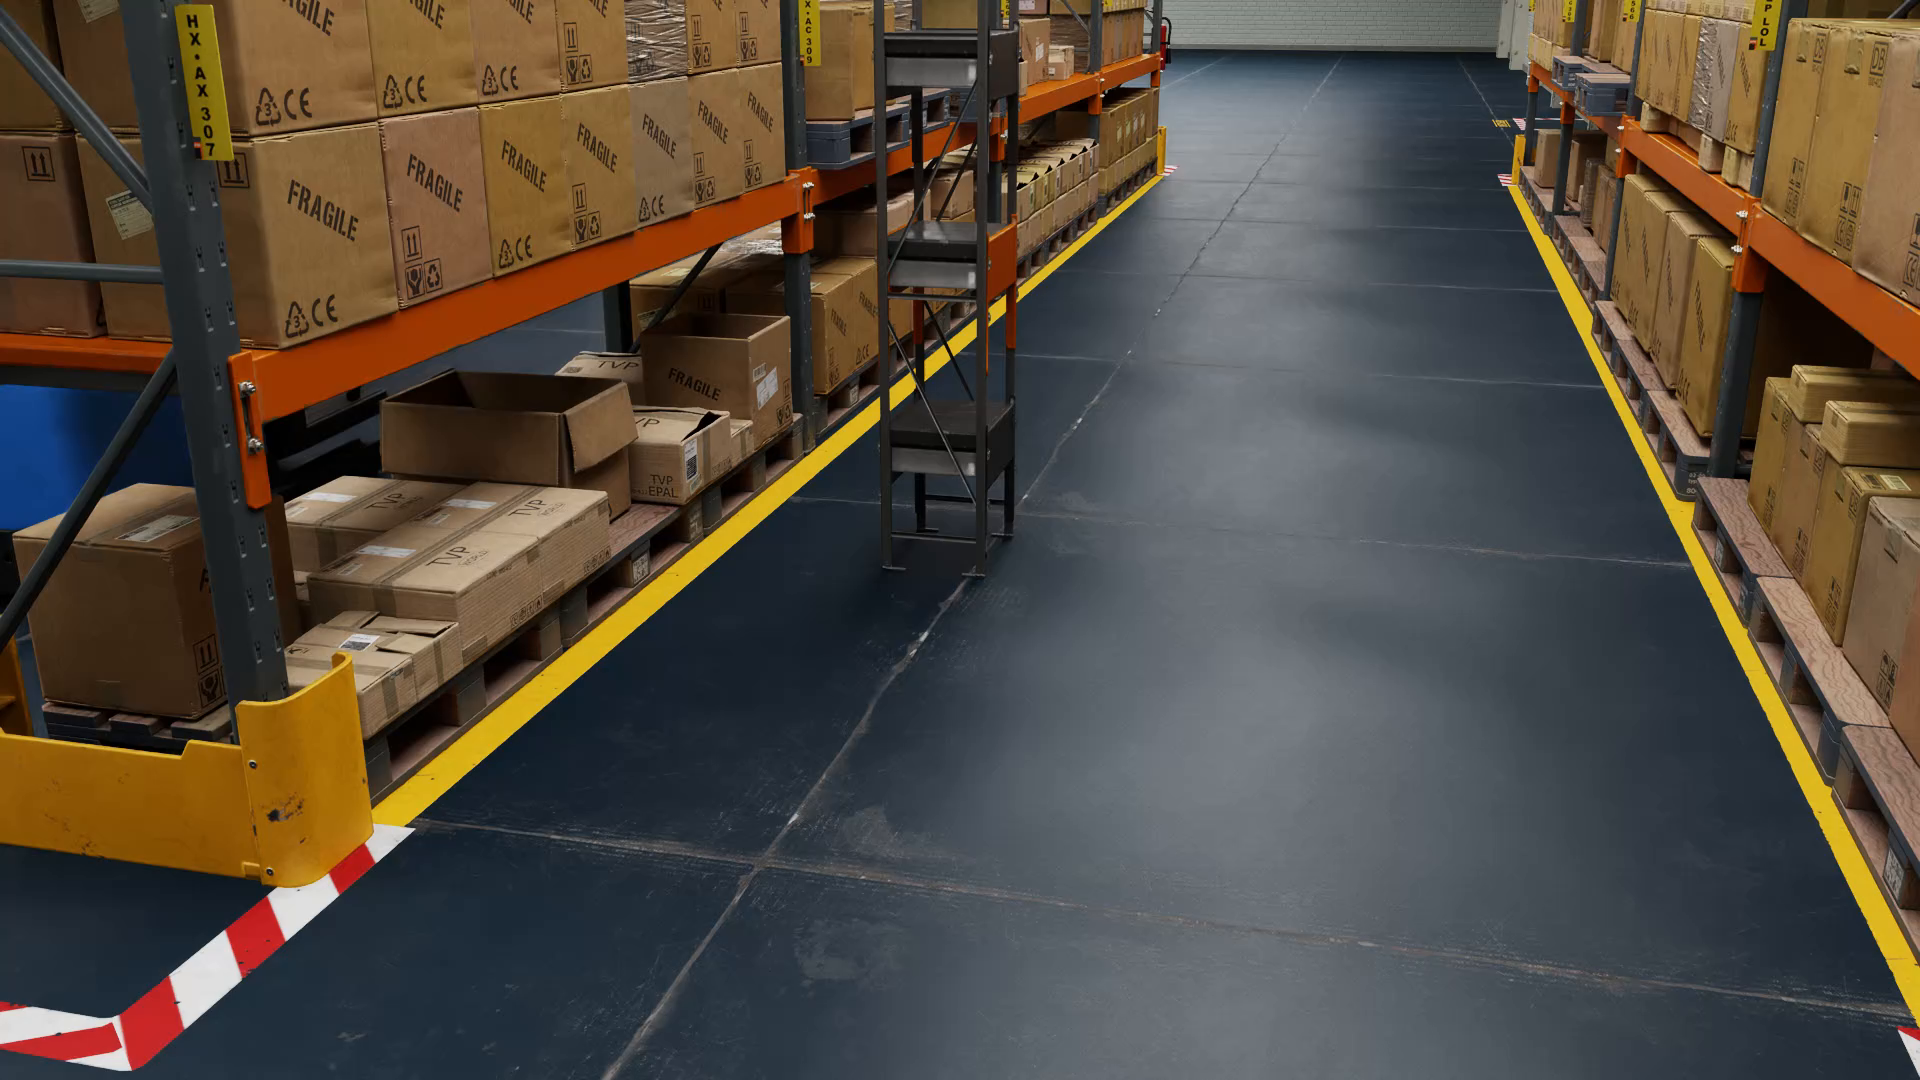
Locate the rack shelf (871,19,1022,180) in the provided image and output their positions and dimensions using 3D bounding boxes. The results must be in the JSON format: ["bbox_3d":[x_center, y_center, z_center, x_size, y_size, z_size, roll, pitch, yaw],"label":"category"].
[{"bbox_3d":[-0.040,-1.591,5.974,0.431,0.518,0.480,5,19,13],"label":"rack shelf"}]

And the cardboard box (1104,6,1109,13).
[{"bbox_3d":[1.203,-5.050,15.672,0.380,0.149,0.250,4,19,13],"label":"cardboard box"}]

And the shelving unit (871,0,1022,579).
[{"bbox_3d":[-0.040,-0.942,6.196,0.431,2.100,0.503,5,19,13],"label":"shelving unit"}]

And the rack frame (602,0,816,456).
[{"bbox_3d":[-1.191,-1.877,7.542,1.000,3.000,0.127,5,19,13],"label":"rack frame"}]

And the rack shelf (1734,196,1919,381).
[{"bbox_3d":[3.125,-0.520,4.681,1.077,0.370,4.000,5,19,13],"label":"rack shelf"}]

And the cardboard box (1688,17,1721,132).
[{"bbox_3d":[3.728,-2.166,7.744,0.500,0.500,0.500,5,19,13],"label":"cardboard box"}]

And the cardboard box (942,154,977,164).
[{"bbox_3d":[0.047,-2.955,13.436,0.500,0.311,0.500,5,20,15],"label":"cardboard box"}]

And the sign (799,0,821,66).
[{"bbox_3d":[-0.663,-2.246,7.284,0.100,0.325,0.005,5,19,13],"label":"sign"}]

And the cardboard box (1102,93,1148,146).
[{"bbox_3d":[1.669,-4.384,17.327,0.500,0.500,0.500,5,19,13],"label":"cardboard box"}]

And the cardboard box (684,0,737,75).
[{"bbox_3d":[-1.186,-2.058,6.370,0.500,0.500,0.500,4,19,12],"label":"cardboard box"}]

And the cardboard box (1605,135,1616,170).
[{"bbox_3d":[5.300,-3.004,12.869,0.500,0.250,0.500,4,19,12],"label":"cardboard box"}]

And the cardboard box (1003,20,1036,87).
[{"bbox_3d":[0.309,-3.870,13.223,0.500,0.500,0.500,5,19,13],"label":"cardboard box"}]

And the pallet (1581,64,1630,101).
[{"bbox_3d":[5.035,-3.274,11.928,1.003,0.211,1.213,5,19,13],"label":"pallet"}]

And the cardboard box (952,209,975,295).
[{"bbox_3d":[-0.214,-1.844,10.633,0.500,0.500,0.500,5,20,16],"label":"cardboard box"}]

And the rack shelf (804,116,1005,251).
[{"bbox_3d":[-0.702,-2.163,9.493,1.077,0.370,4.000,5,19,13],"label":"rack shelf"}]

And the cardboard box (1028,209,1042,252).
[{"bbox_3d":[0.321,-2.327,12.463,0.500,0.250,0.500,4,19,12],"label":"cardboard box"}]

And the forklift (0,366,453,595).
[{"bbox_3d":[-3.229,-1.614,6.879,1.130,2.935,3.031,3,19,10],"label":"forklift"}]

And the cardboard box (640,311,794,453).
[{"bbox_3d":[-1.055,-0.701,7.286,0.500,0.500,0.500,5,19,13],"label":"cardboard box"}]

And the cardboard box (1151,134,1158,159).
[{"bbox_3d":[1.897,-4.344,18.370,0.500,0.250,0.500,5,19,13],"label":"cardboard box"}]

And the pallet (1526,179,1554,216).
[{"bbox_3d":[5.994,-3.272,15.939,1.003,0.211,1.213,5,19,13],"label":"pallet"}]

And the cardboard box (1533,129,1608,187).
[{"bbox_3d":[5.922,-3.659,15.946,0.700,0.500,0.500,3,19,10],"label":"cardboard box"}]

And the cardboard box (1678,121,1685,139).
[{"bbox_3d":[4.072,-2.221,8.906,0.380,0.149,0.250,5,20,15],"label":"cardboard box"}]

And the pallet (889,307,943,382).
[{"bbox_3d":[-0.733,-1.199,9.871,1.003,0.211,1.213,5,19,13],"label":"pallet"}]

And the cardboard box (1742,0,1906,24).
[{"bbox_3d":[3.480,-2.206,6.699,0.500,0.250,0.500,5,20,15],"label":"cardboard box"}]

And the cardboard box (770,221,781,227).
[{"bbox_3d":[-0.852,-1.714,10.253,0.500,0.500,0.500,4,19,13],"label":"cardboard box"}]

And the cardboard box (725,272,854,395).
[{"bbox_3d":[-0.836,-1.035,8.262,0.500,0.500,0.500,4,19,11],"label":"cardboard box"}]

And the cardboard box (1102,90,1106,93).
[{"bbox_3d":[1.274,-4.583,17.909,0.500,0.500,0.500,5,19,13],"label":"cardboard box"}]

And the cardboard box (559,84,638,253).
[{"bbox_3d":[-1.434,-1.265,5.594,0.500,0.500,0.500,5,19,14],"label":"cardboard box"}]

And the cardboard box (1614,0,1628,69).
[{"bbox_3d":[4.979,-3.536,11.565,0.700,0.500,0.500,5,19,13],"label":"cardboard box"}]

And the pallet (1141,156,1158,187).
[{"bbox_3d":[1.595,-4.076,18.293,1.003,0.211,1.213,5,19,13],"label":"pallet"}]

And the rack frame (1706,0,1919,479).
[{"bbox_3d":[3.614,-1.487,6.400,1.000,3.000,0.127,5,19,13],"label":"rack frame"}]

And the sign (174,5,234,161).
[{"bbox_3d":[-1.642,-0.990,3.606,0.100,0.325,0.005,5,19,13],"label":"sign"}]

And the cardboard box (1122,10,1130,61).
[{"bbox_3d":[1.364,-5.220,17.175,0.700,0.500,0.500,5,19,14],"label":"cardboard box"}]

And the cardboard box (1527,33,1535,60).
[{"bbox_3d":[6.118,-5.059,17.058,0.500,0.250,0.500,4,19,12],"label":"cardboard box"}]

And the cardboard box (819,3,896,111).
[{"bbox_3d":[-0.752,-2.474,8.487,0.700,0.500,0.500,8,20,22],"label":"cardboard box"}]

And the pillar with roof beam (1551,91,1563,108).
[{"bbox_3d":[5.971,-11.900,27.607,9.100,9.000,0.400,5,19,13],"label":"pillar with roof beam"}]

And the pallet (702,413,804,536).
[{"bbox_3d":[-1.360,-0.342,7.363,1.003,0.211,1.213,5,19,13],"label":"pallet"}]

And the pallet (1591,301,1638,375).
[{"bbox_3d":[4.325,-1.180,9.815,1.003,0.211,1.213,5,19,13],"label":"pallet"}]

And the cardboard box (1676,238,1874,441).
[{"bbox_3d":[3.646,-0.882,7.306,0.750,0.750,0.750,5,19,14],"label":"cardboard box"}]

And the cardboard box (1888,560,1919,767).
[{"bbox_3d":[2.833,0.367,4.190,0.700,0.500,0.500,5,19,13],"label":"cardboard box"}]

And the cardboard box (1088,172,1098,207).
[{"bbox_3d":[0.944,-3.129,14.812,0.500,0.250,0.500,4,19,13],"label":"cardboard box"}]

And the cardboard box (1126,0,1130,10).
[{"bbox_3d":[1.518,-5.452,16.849,0.380,0.149,0.250,5,20,15],"label":"cardboard box"}]

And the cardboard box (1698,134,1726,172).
[{"bbox_3d":[3.575,-1.752,7.533,0.380,0.149,0.250,5,19,13],"label":"cardboard box"}]

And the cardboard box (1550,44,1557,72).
[{"bbox_3d":[5.520,-4.261,14.722,0.500,0.250,0.500,5,19,14],"label":"cardboard box"}]

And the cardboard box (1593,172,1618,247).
[{"bbox_3d":[5.163,-2.465,12.450,0.700,0.500,0.500,5,19,14],"label":"cardboard box"}]

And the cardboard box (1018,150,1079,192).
[{"bbox_3d":[0.698,-3.078,13.795,0.500,0.311,0.500,5,19,13],"label":"cardboard box"}]

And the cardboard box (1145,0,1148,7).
[{"bbox_3d":[1.833,-5.858,18.038,0.380,0.149,0.250,4,19,12],"label":"cardboard box"}]

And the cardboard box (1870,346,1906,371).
[{"bbox_3d":[3.560,-0.613,6.056,0.380,0.149,0.250,5,19,13],"label":"cardboard box"}]

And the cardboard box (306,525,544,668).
[{"bbox_3d":[-1.638,0.165,5.137,0.500,0.250,0.500,5,19,13],"label":"cardboard box"}]

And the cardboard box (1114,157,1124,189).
[{"bbox_3d":[1.298,-3.560,16.073,0.500,0.250,0.500,5,19,13],"label":"cardboard box"}]

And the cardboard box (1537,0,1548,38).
[{"bbox_3d":[5.875,-5.100,16.019,0.500,0.500,0.500,4,19,12],"label":"cardboard box"}]

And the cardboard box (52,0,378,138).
[{"bbox_3d":[-1.804,-1.262,4.040,0.500,0.500,0.500,5,20,15],"label":"cardboard box"}]
